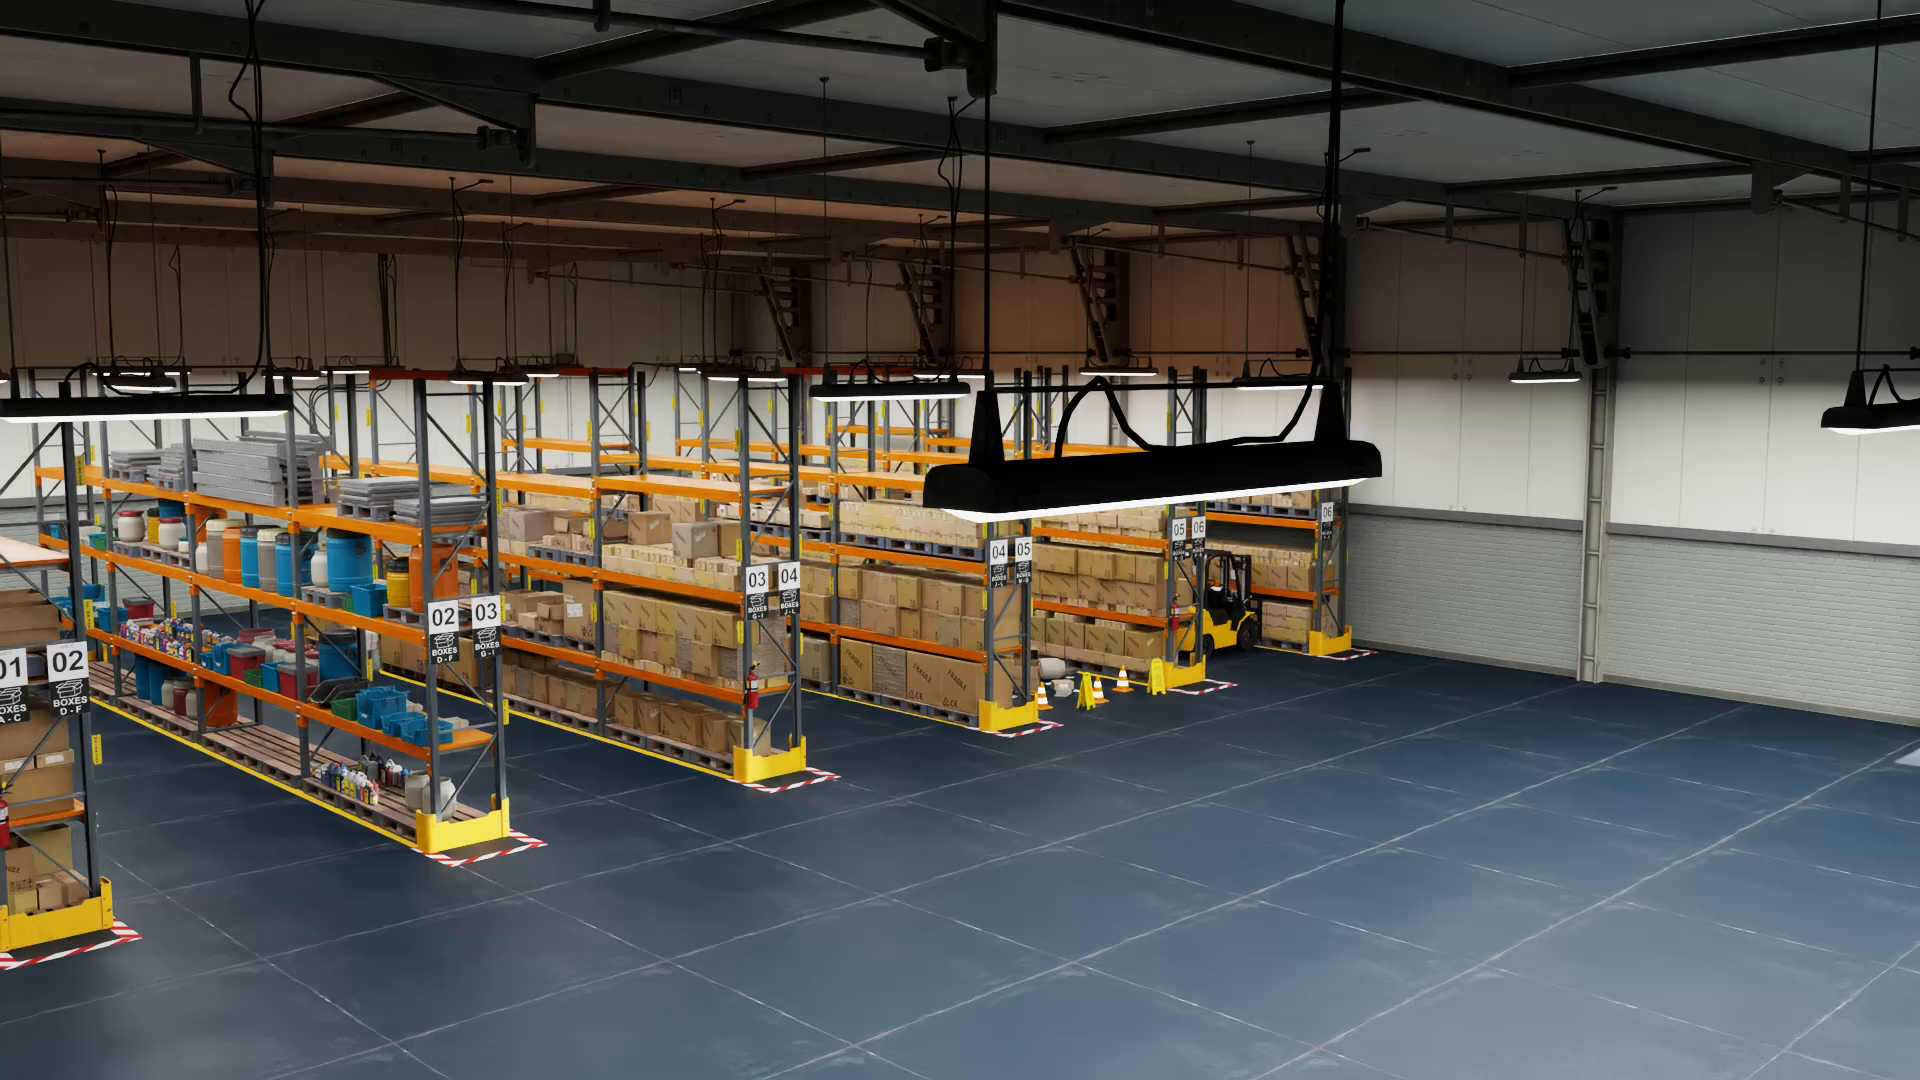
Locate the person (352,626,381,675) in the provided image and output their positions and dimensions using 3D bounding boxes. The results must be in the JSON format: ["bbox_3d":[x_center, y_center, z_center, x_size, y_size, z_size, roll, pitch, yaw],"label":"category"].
[{"bbox_3d":[-11.093,2.036,30.976,0.592,1.647,0.571,5,8,37],"label":"person"}]
